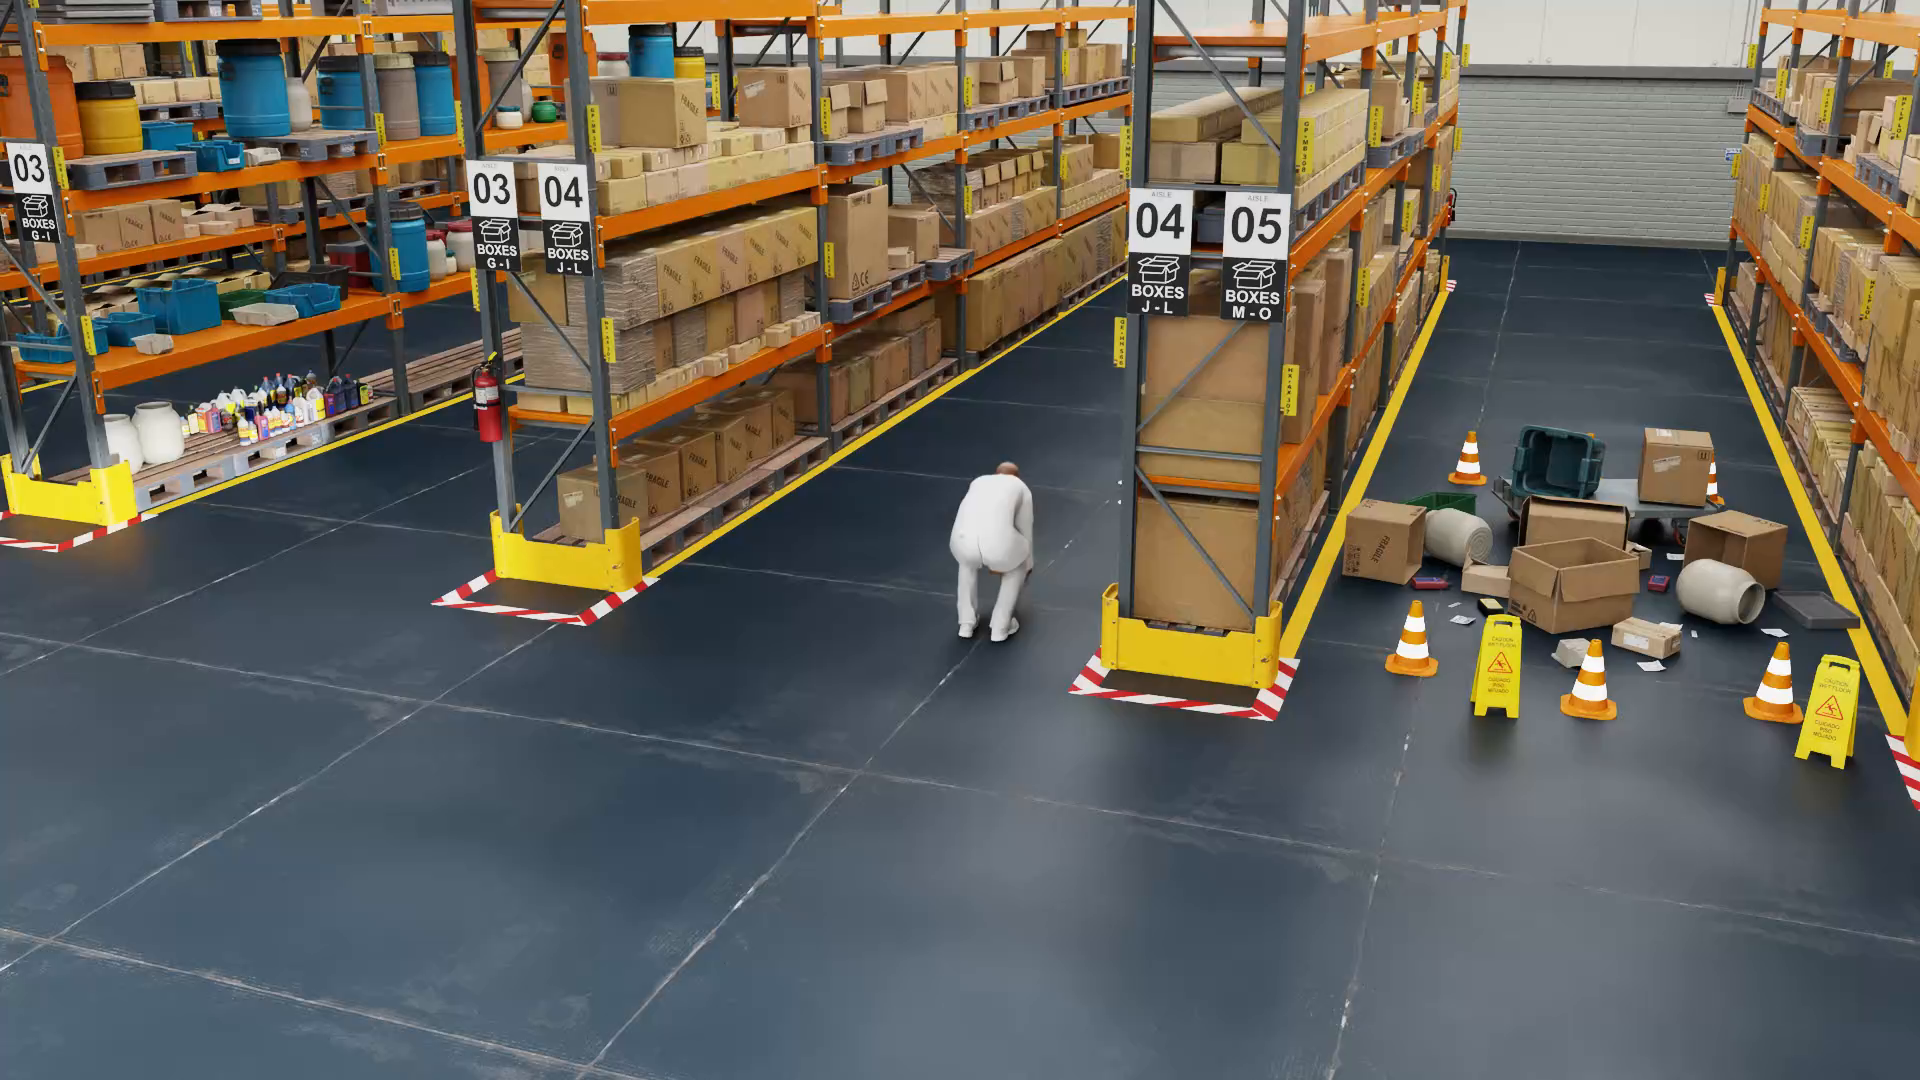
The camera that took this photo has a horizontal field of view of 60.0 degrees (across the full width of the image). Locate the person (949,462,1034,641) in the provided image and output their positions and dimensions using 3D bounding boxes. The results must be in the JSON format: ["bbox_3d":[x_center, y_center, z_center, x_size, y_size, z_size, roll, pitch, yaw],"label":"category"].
[{"bbox_3d":[0.251,0.077,11.902,0.586,1.115,0.940,5,19,16],"label":"person"}]
